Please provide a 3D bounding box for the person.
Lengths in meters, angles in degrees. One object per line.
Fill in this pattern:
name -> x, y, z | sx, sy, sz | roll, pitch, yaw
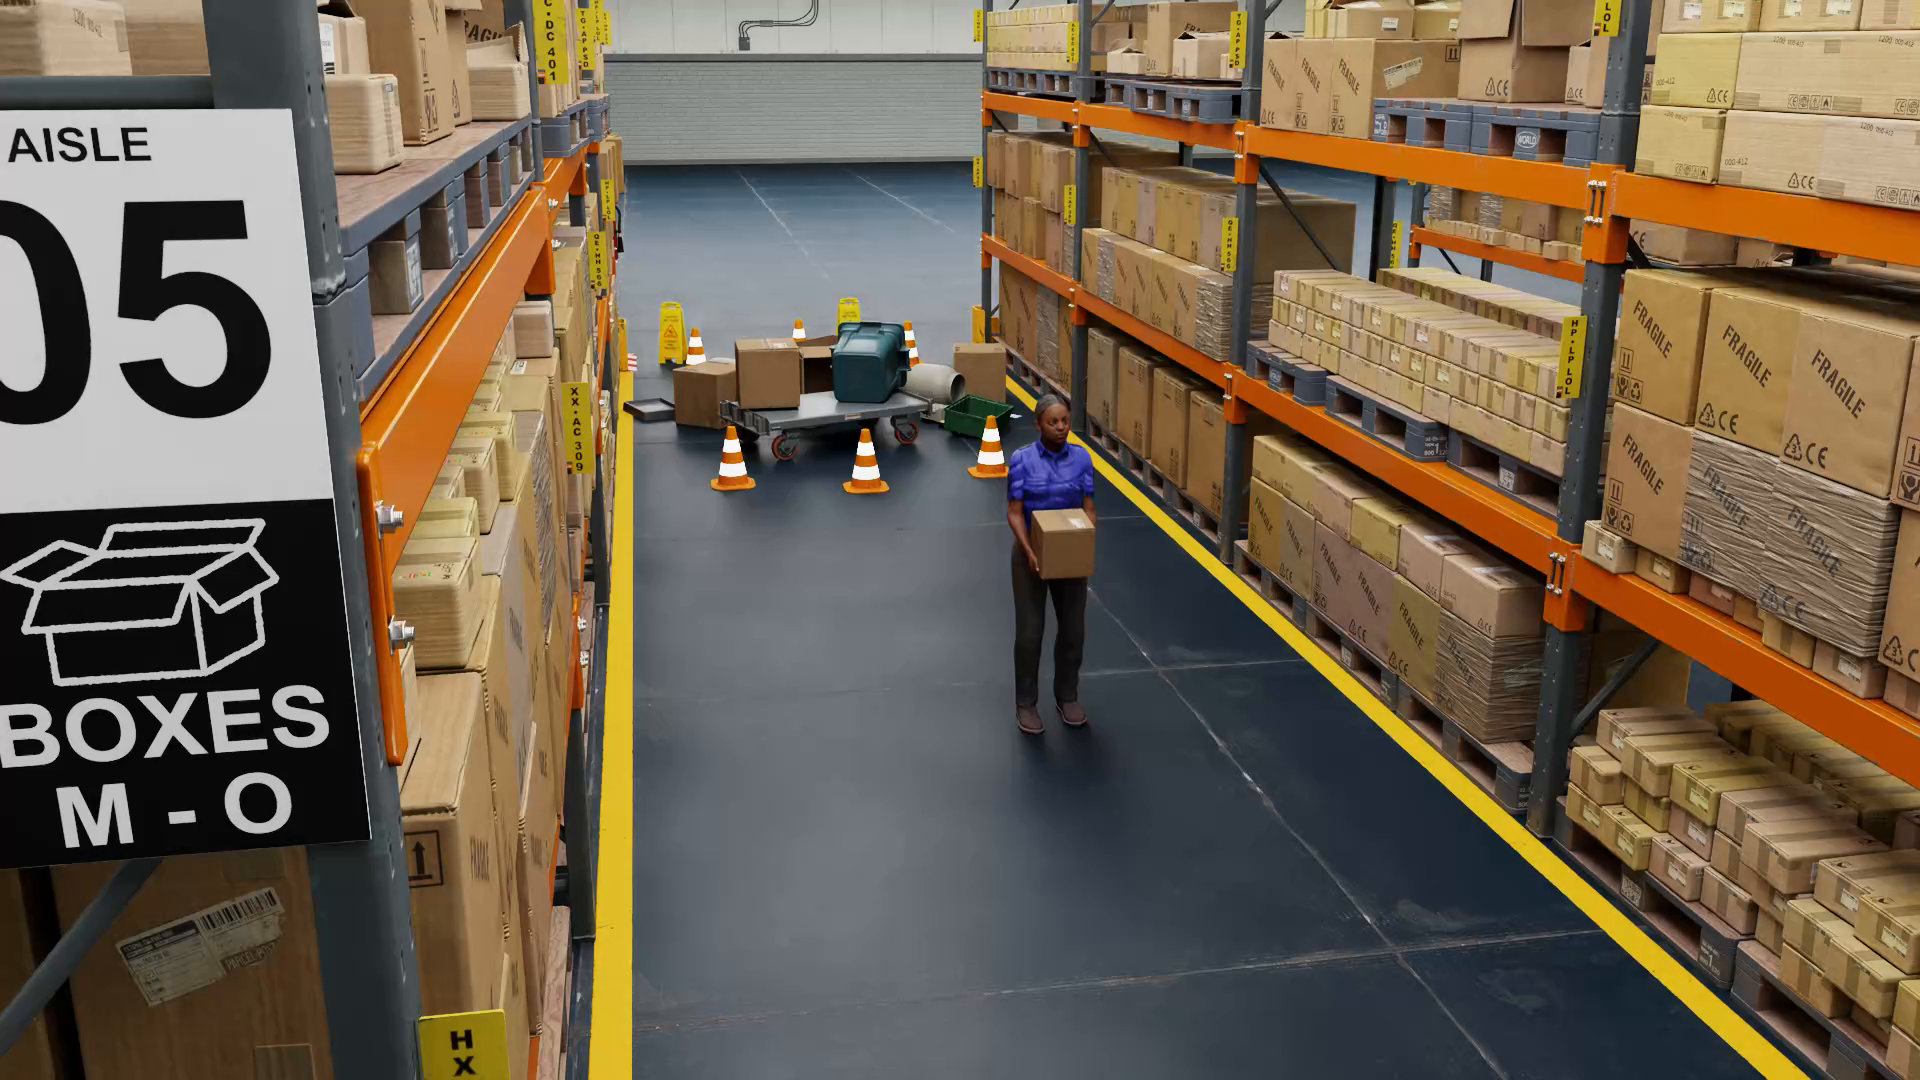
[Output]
person -> 0.454, 0.130, 8.125 | 0.449, 1.655, 0.500 | -3, 17, -10
